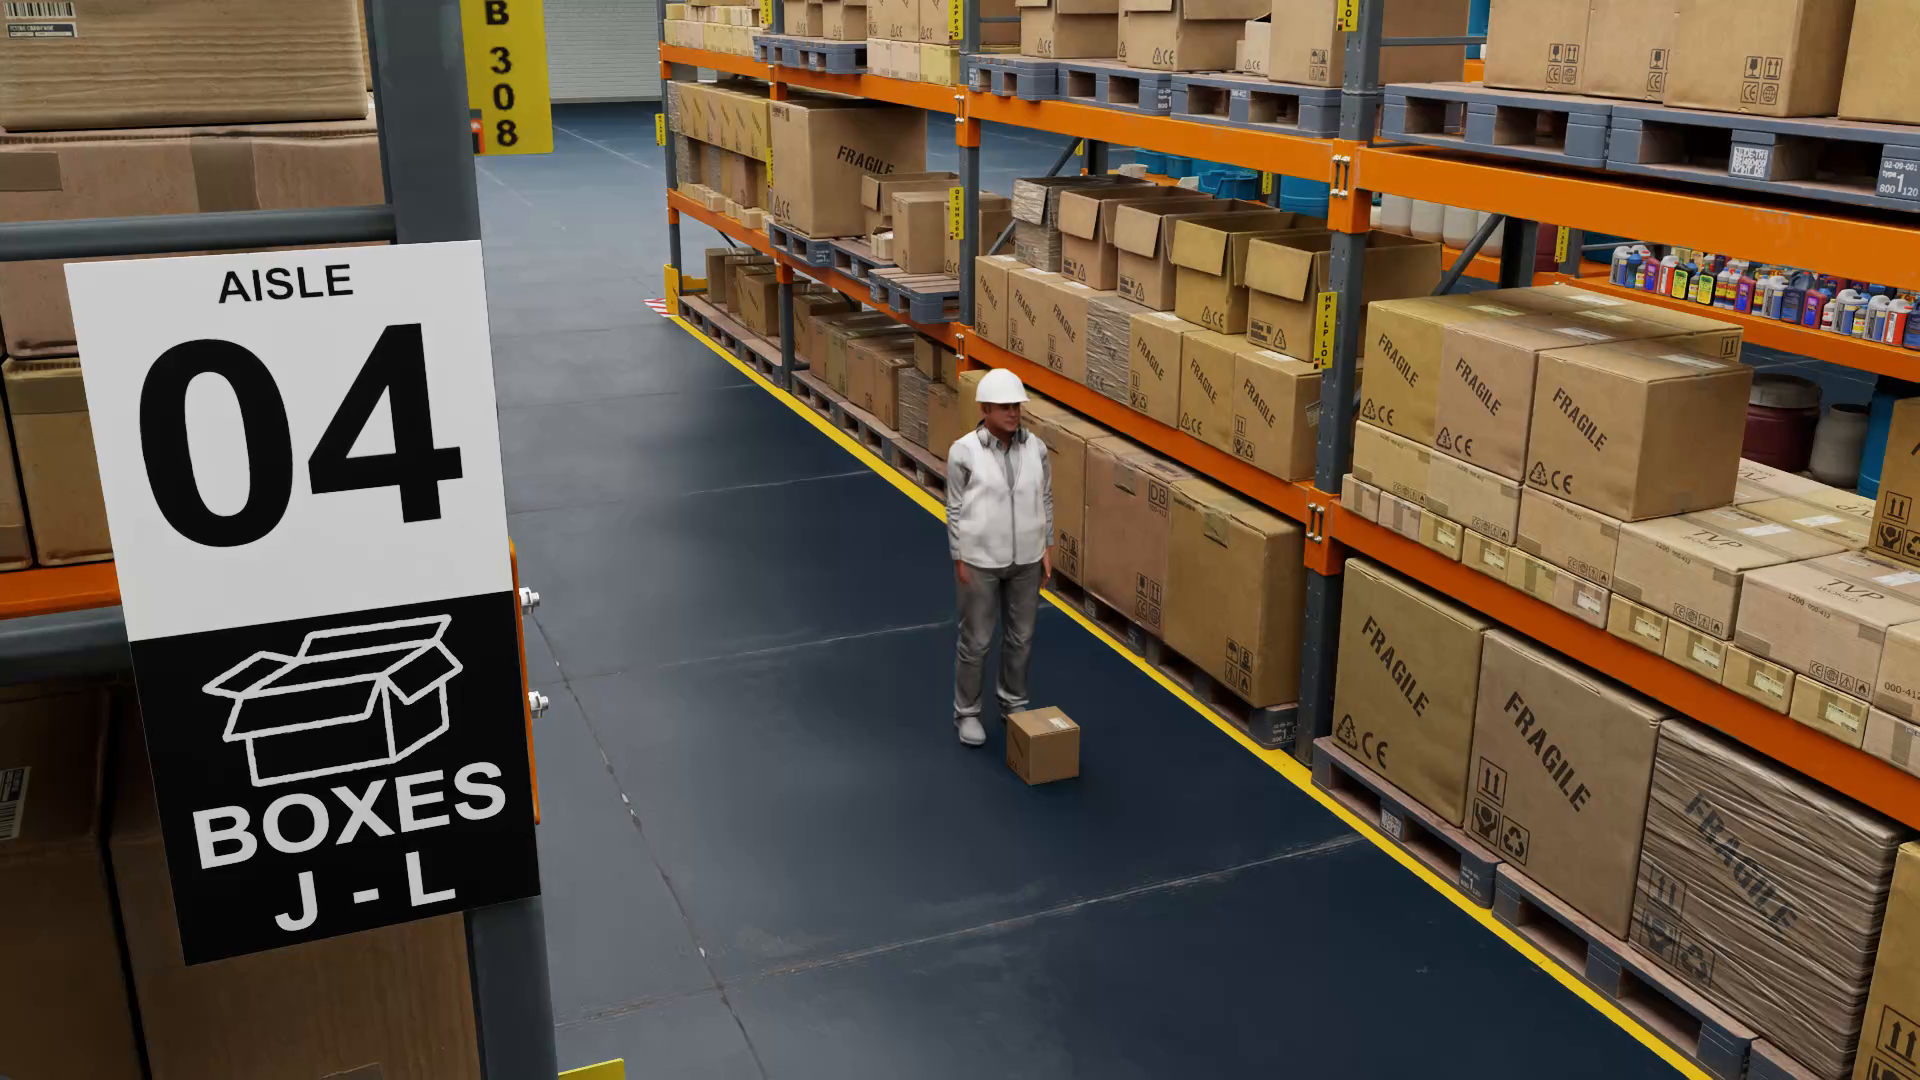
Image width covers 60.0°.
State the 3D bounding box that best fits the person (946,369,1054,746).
[{"bbox_3d":[0.198,0.077,7.798,0.533,1.772,0.358,-7,20,-21],"label":"person"}]
